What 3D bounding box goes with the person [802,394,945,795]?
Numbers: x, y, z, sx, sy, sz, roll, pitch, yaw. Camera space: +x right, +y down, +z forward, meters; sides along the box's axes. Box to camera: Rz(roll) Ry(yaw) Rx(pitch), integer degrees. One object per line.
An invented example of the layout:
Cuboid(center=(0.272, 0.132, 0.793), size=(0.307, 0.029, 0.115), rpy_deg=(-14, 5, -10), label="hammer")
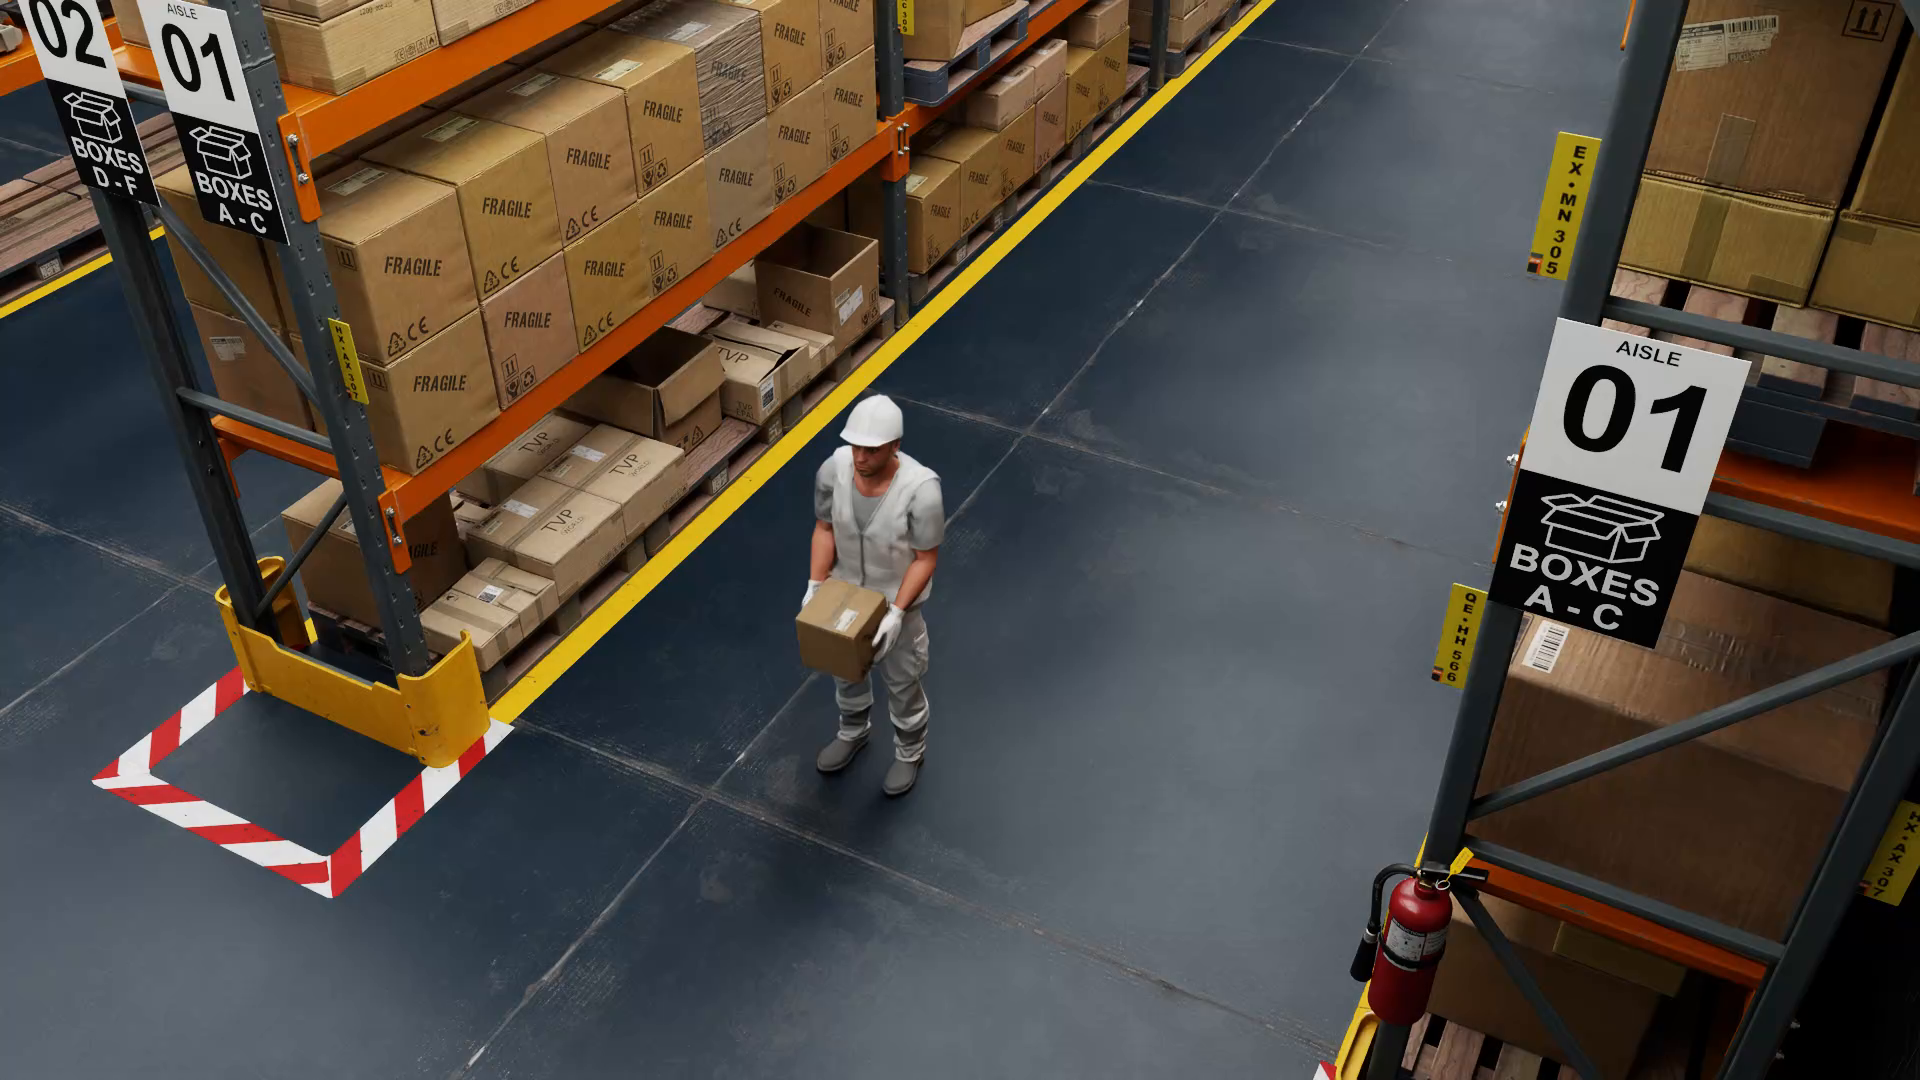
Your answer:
Cuboid(center=(-0.340, 0.246, 6.407), size=(0.529, 1.794, 0.498), rpy_deg=(17, 41, 21), label="person")
